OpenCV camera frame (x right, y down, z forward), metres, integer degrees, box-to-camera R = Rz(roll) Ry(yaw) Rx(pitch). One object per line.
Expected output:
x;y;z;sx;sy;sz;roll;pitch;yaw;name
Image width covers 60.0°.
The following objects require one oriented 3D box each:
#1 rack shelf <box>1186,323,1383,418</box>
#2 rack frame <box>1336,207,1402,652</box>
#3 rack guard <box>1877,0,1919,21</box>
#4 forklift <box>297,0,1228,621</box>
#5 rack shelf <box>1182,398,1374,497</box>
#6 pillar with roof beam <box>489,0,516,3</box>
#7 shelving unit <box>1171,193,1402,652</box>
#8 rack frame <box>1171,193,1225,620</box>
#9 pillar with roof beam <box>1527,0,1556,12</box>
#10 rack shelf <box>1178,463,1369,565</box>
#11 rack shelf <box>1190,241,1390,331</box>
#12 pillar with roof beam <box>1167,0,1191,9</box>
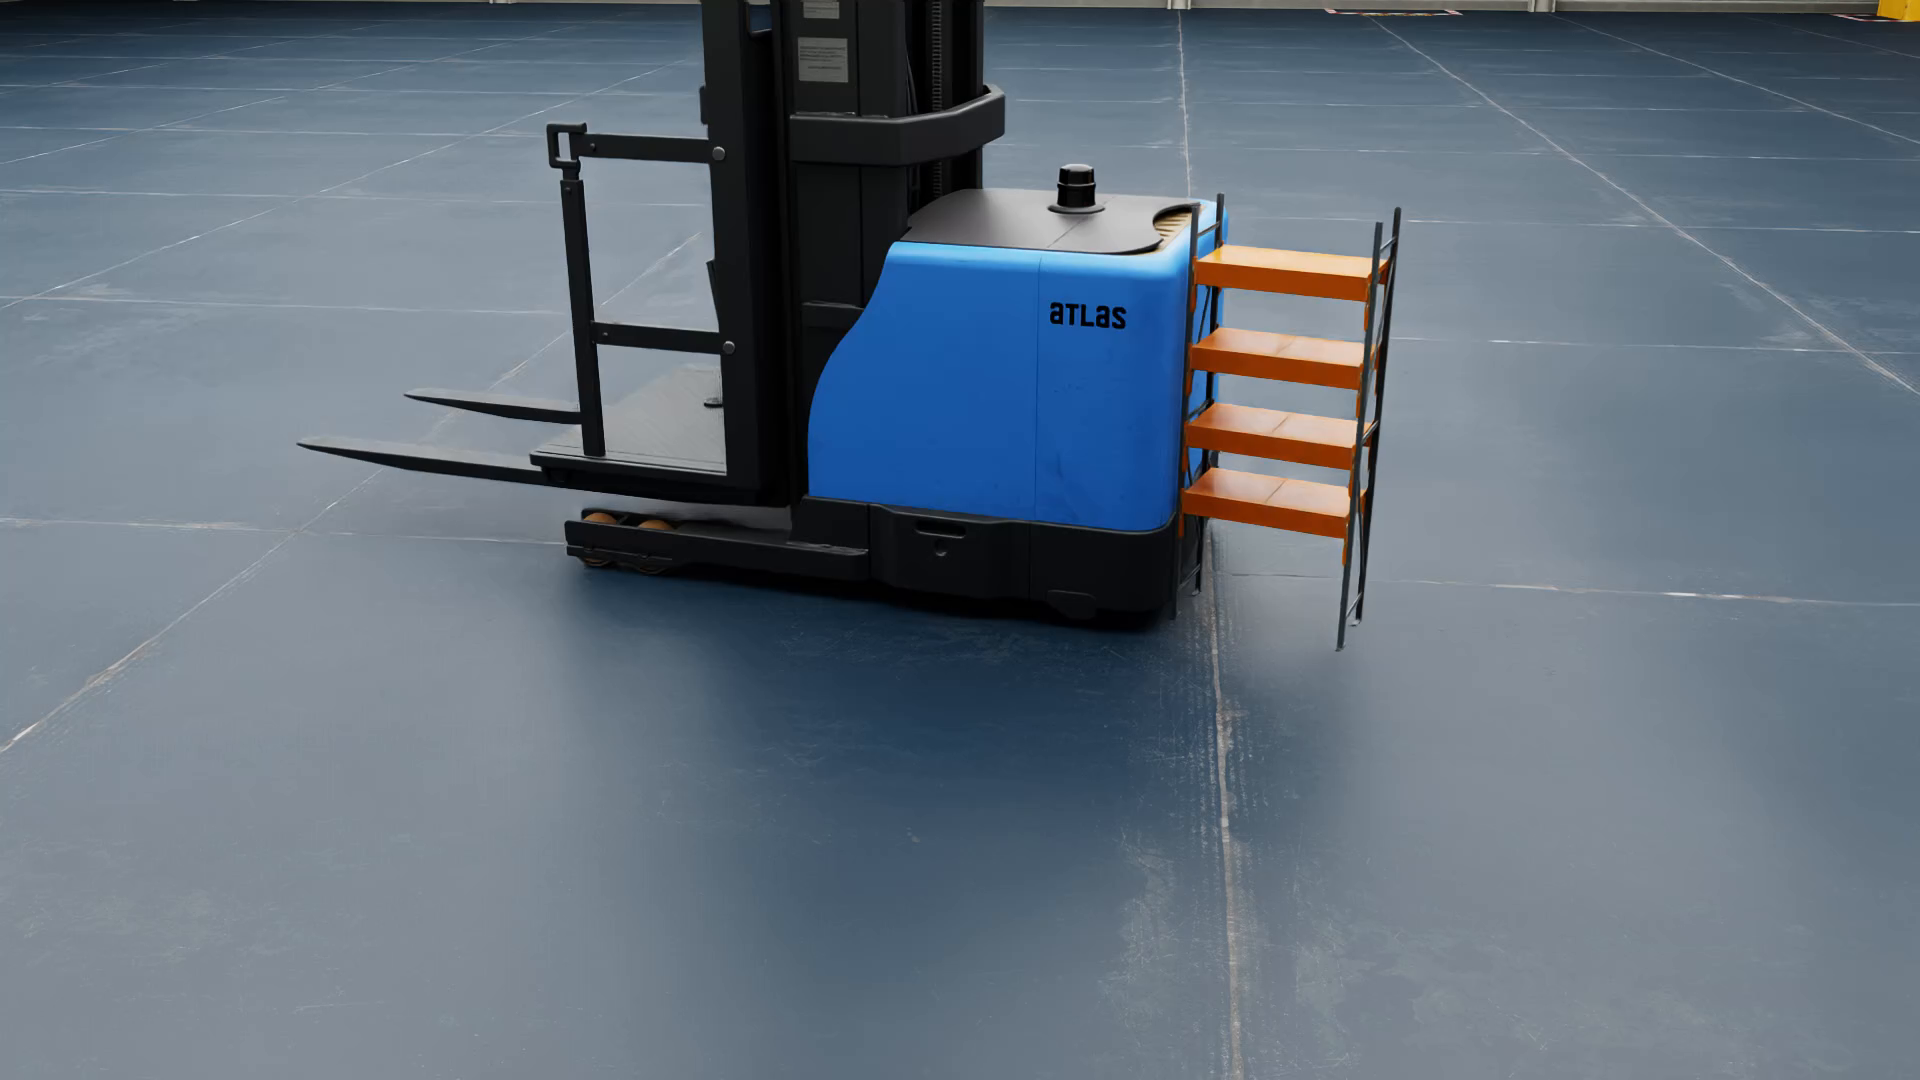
0.894;-0.471;4.575;0.480;0.148;0.258;10;24;24;rack shelf
1.113;-0.287;4.533;0.015;1.200;0.240;10;24;24;rack frame
14.941;-8.517;26.304;0.348;0.500;1.175;2;22;6;rack guard
-0.722;-1.434;5.080;3.031;2.935;1.130;7;23;16;forklift
0.894;-0.263;4.657;0.480;0.148;0.258;10;24;24;rack shelf
-8.678;-12.225;24.123;0.400;9.000;9.100;2;22;6;pillar with roof beam
0.894;-0.326;4.632;0.503;1.200;0.258;10;24;24;shelving unit
0.674;-0.365;4.732;0.015;1.200;0.240;10;24;24;rack frame
9.197;-11.446;22.153;0.400;9.000;9.100;2;22;6;pillar with roof beam
0.894;-0.079;4.730;0.480;0.148;0.258;10;24;24;rack shelf
0.894;-0.691;4.488;0.480;0.148;0.258;10;24;24;rack shelf
3.239;-11.706;22.810;0.400;9.000;9.100;2;22;6;pillar with roof beam
